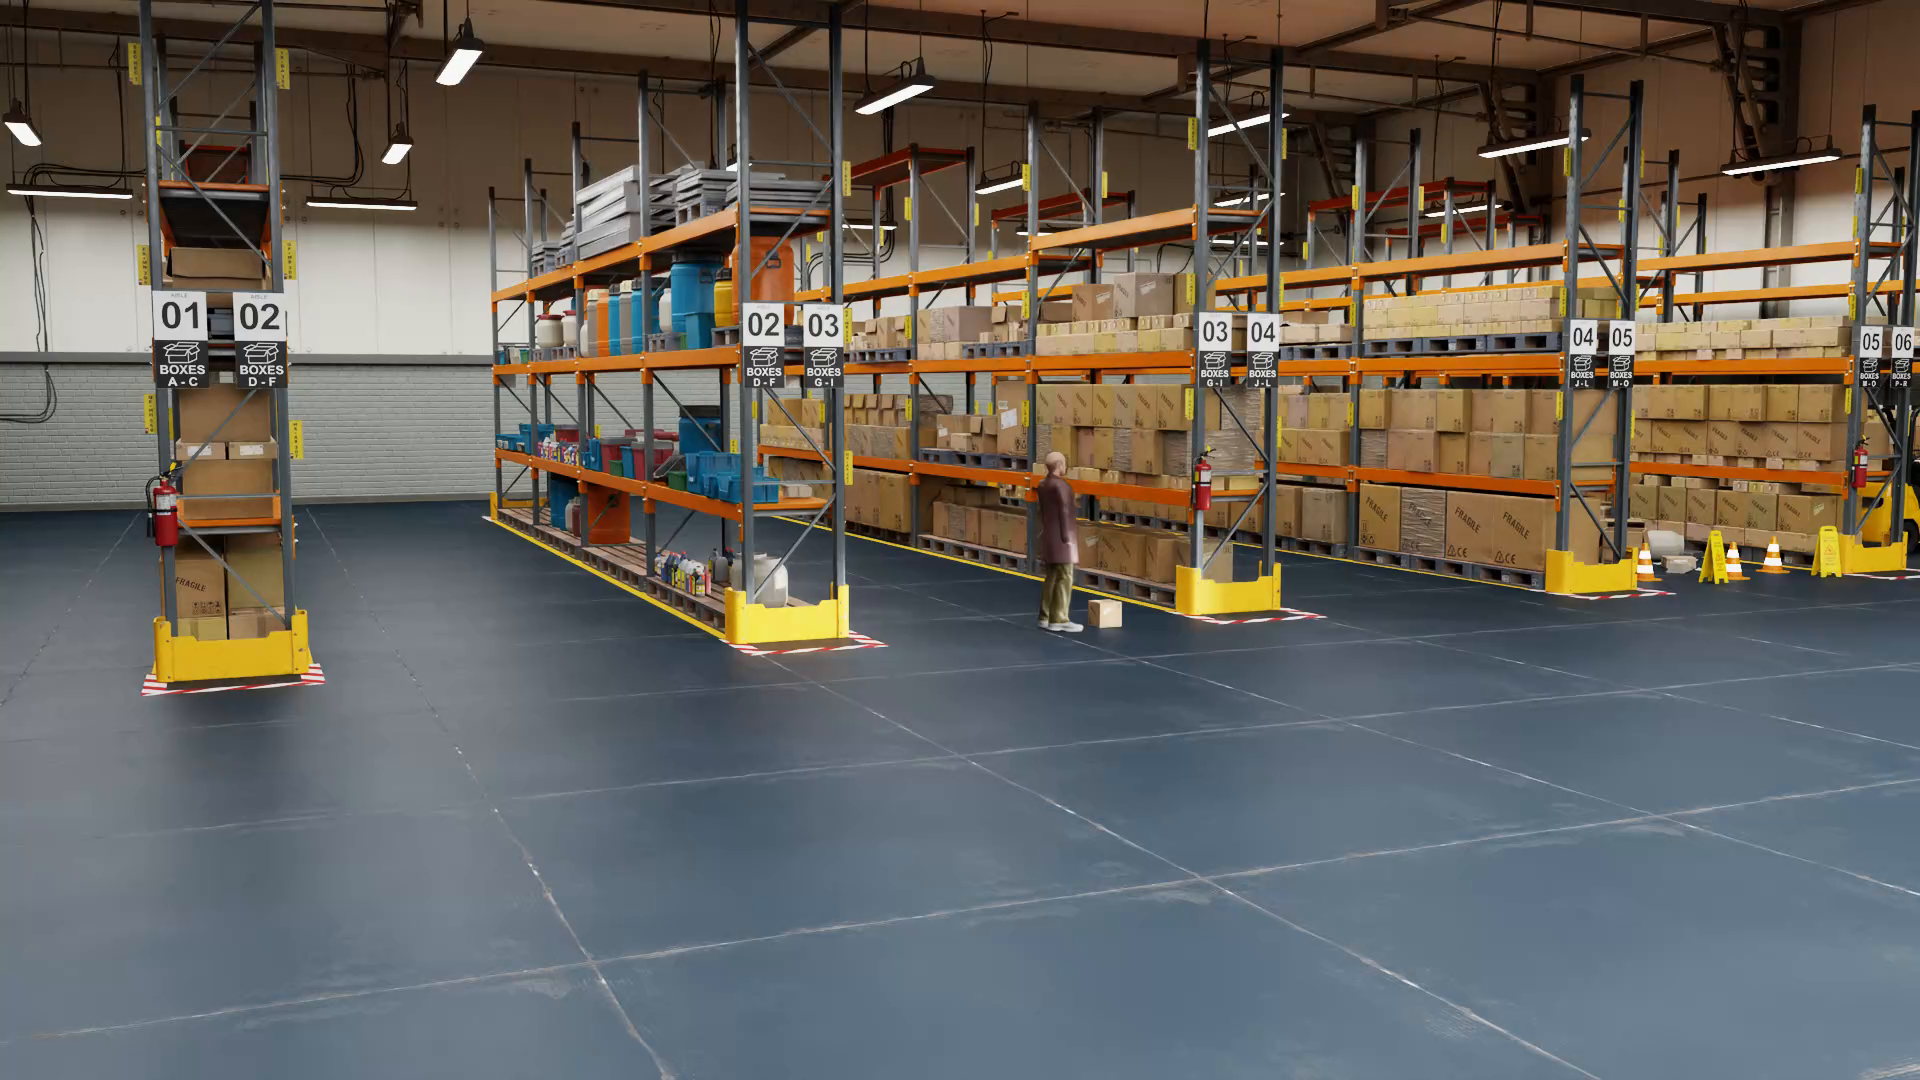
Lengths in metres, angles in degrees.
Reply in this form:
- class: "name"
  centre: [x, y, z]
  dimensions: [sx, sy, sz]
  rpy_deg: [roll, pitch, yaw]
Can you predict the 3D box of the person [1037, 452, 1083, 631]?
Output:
- class: "person"
  centre: [0.986, 0.008, 16.636]
  dimensions: [0.379, 1.781, 0.563]
  rpy_deg: [-2, 6, -23]
